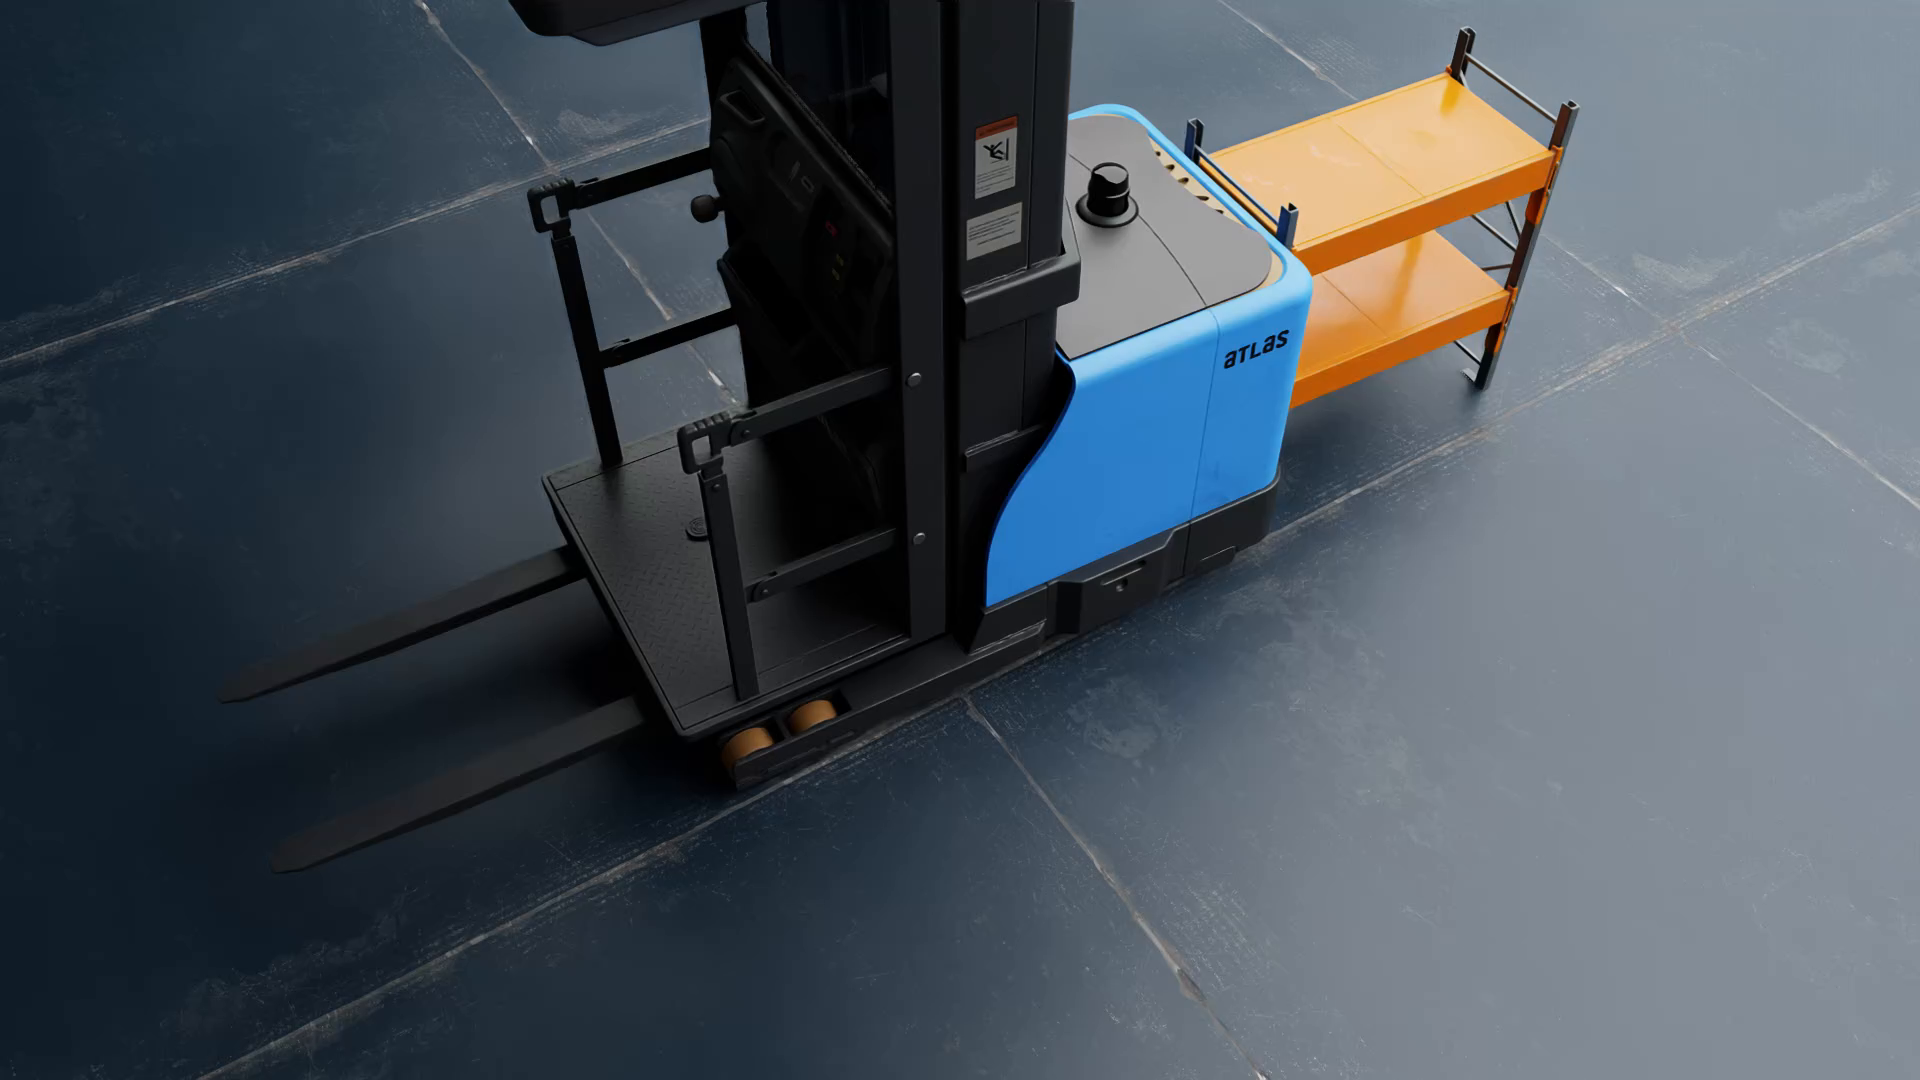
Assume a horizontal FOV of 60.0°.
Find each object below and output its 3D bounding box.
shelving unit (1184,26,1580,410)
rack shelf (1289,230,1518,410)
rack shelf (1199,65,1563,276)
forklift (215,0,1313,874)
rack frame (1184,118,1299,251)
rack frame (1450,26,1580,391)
[{"bbox_3d":[1.240,-0.870,5.272,1.048,1.125,0.538,-22,52,-19],"label":"shelving unit"},{"bbox_3d":[1.240,-0.708,5.454,1.000,0.278,0.538,-22,52,-19],"label":"rack shelf"},{"bbox_3d":[1.240,-1.065,5.053,1.000,0.278,0.538,-22,52,-19],"label":"rack shelf"},{"bbox_3d":[-0.572,-0.748,3.954,3.031,2.935,1.130,-22,52,-19],"label":"forklift"},{"bbox_3d":[0.795,-0.686,5.108,0.032,1.125,0.500,-22,52,-19],"label":"rack frame"},{"bbox_3d":[1.685,-1.054,5.435,0.032,1.125,0.500,-22,52,-19],"label":"rack frame"}]
